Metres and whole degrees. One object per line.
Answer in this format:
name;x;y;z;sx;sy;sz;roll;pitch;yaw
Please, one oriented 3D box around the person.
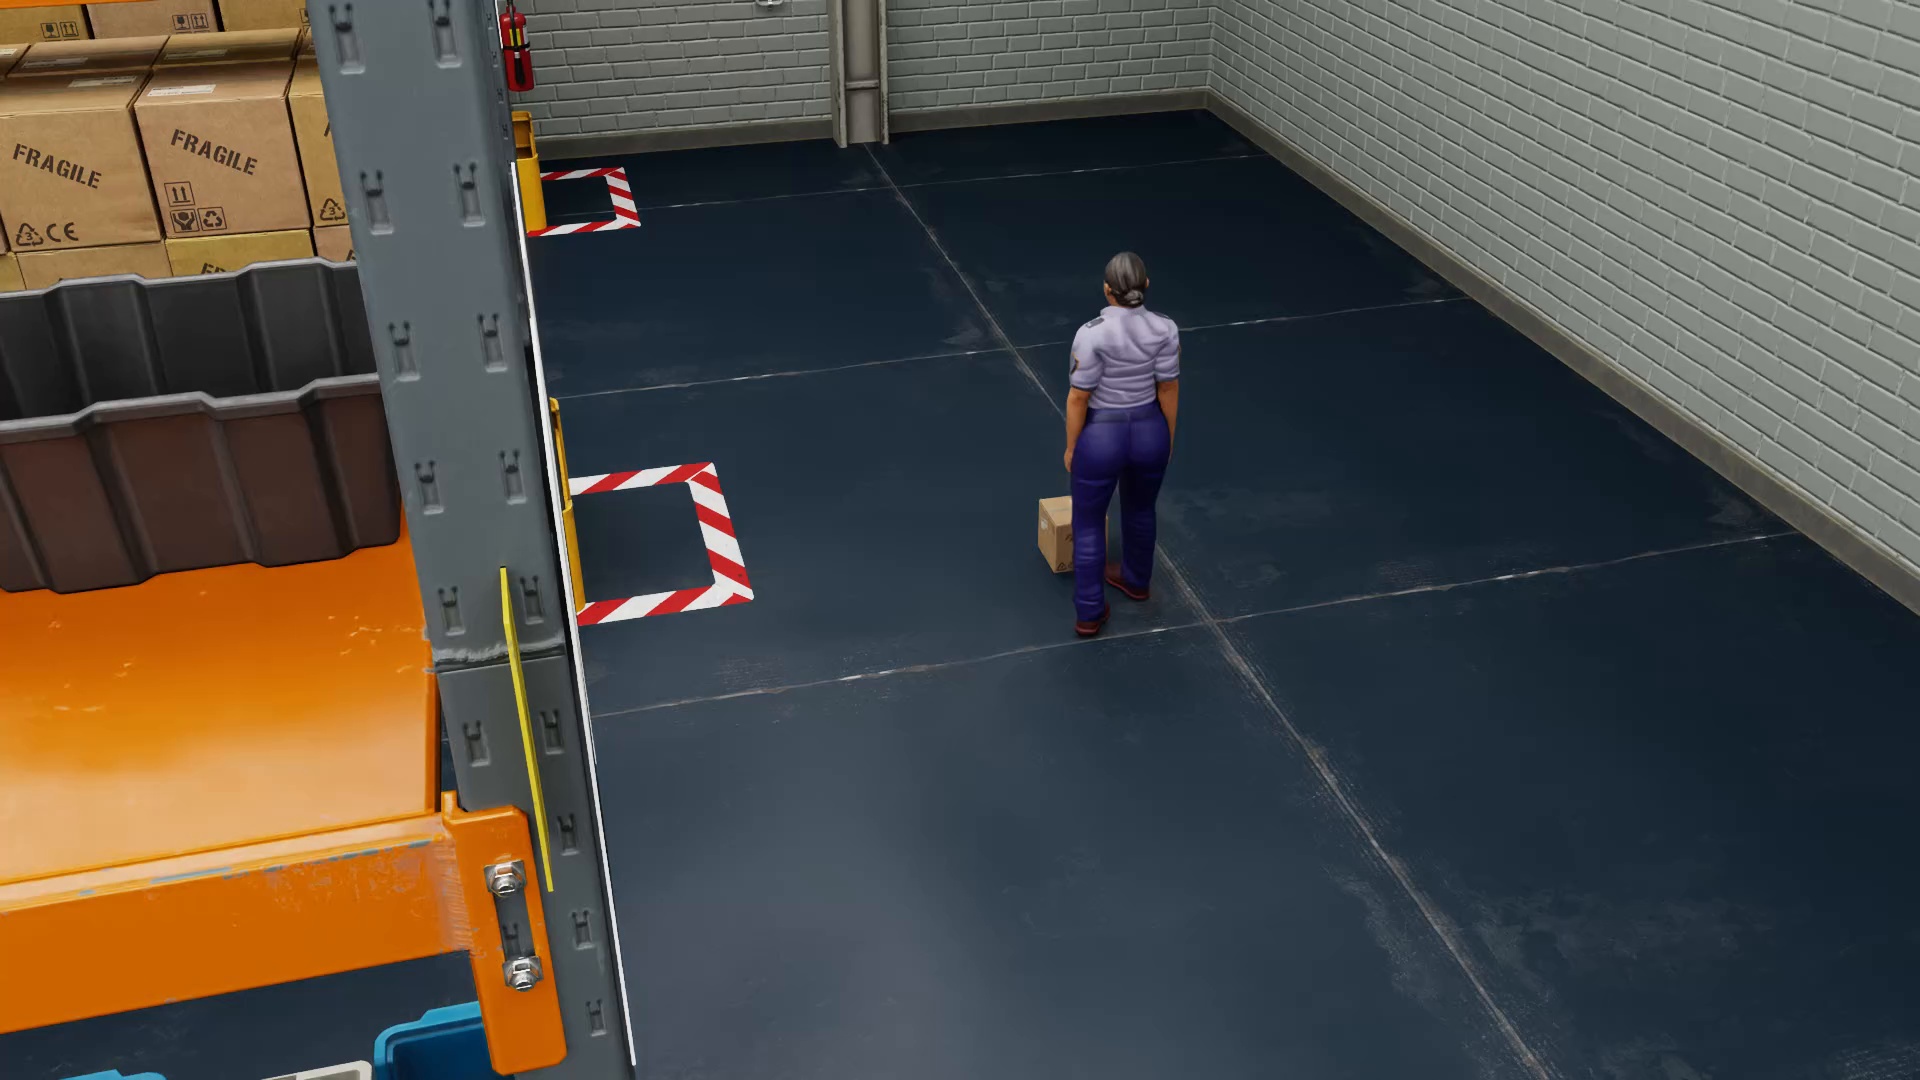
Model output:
person;0.629;-0.428;6.881;0.477;1.656;0.499;-8;31;-14
